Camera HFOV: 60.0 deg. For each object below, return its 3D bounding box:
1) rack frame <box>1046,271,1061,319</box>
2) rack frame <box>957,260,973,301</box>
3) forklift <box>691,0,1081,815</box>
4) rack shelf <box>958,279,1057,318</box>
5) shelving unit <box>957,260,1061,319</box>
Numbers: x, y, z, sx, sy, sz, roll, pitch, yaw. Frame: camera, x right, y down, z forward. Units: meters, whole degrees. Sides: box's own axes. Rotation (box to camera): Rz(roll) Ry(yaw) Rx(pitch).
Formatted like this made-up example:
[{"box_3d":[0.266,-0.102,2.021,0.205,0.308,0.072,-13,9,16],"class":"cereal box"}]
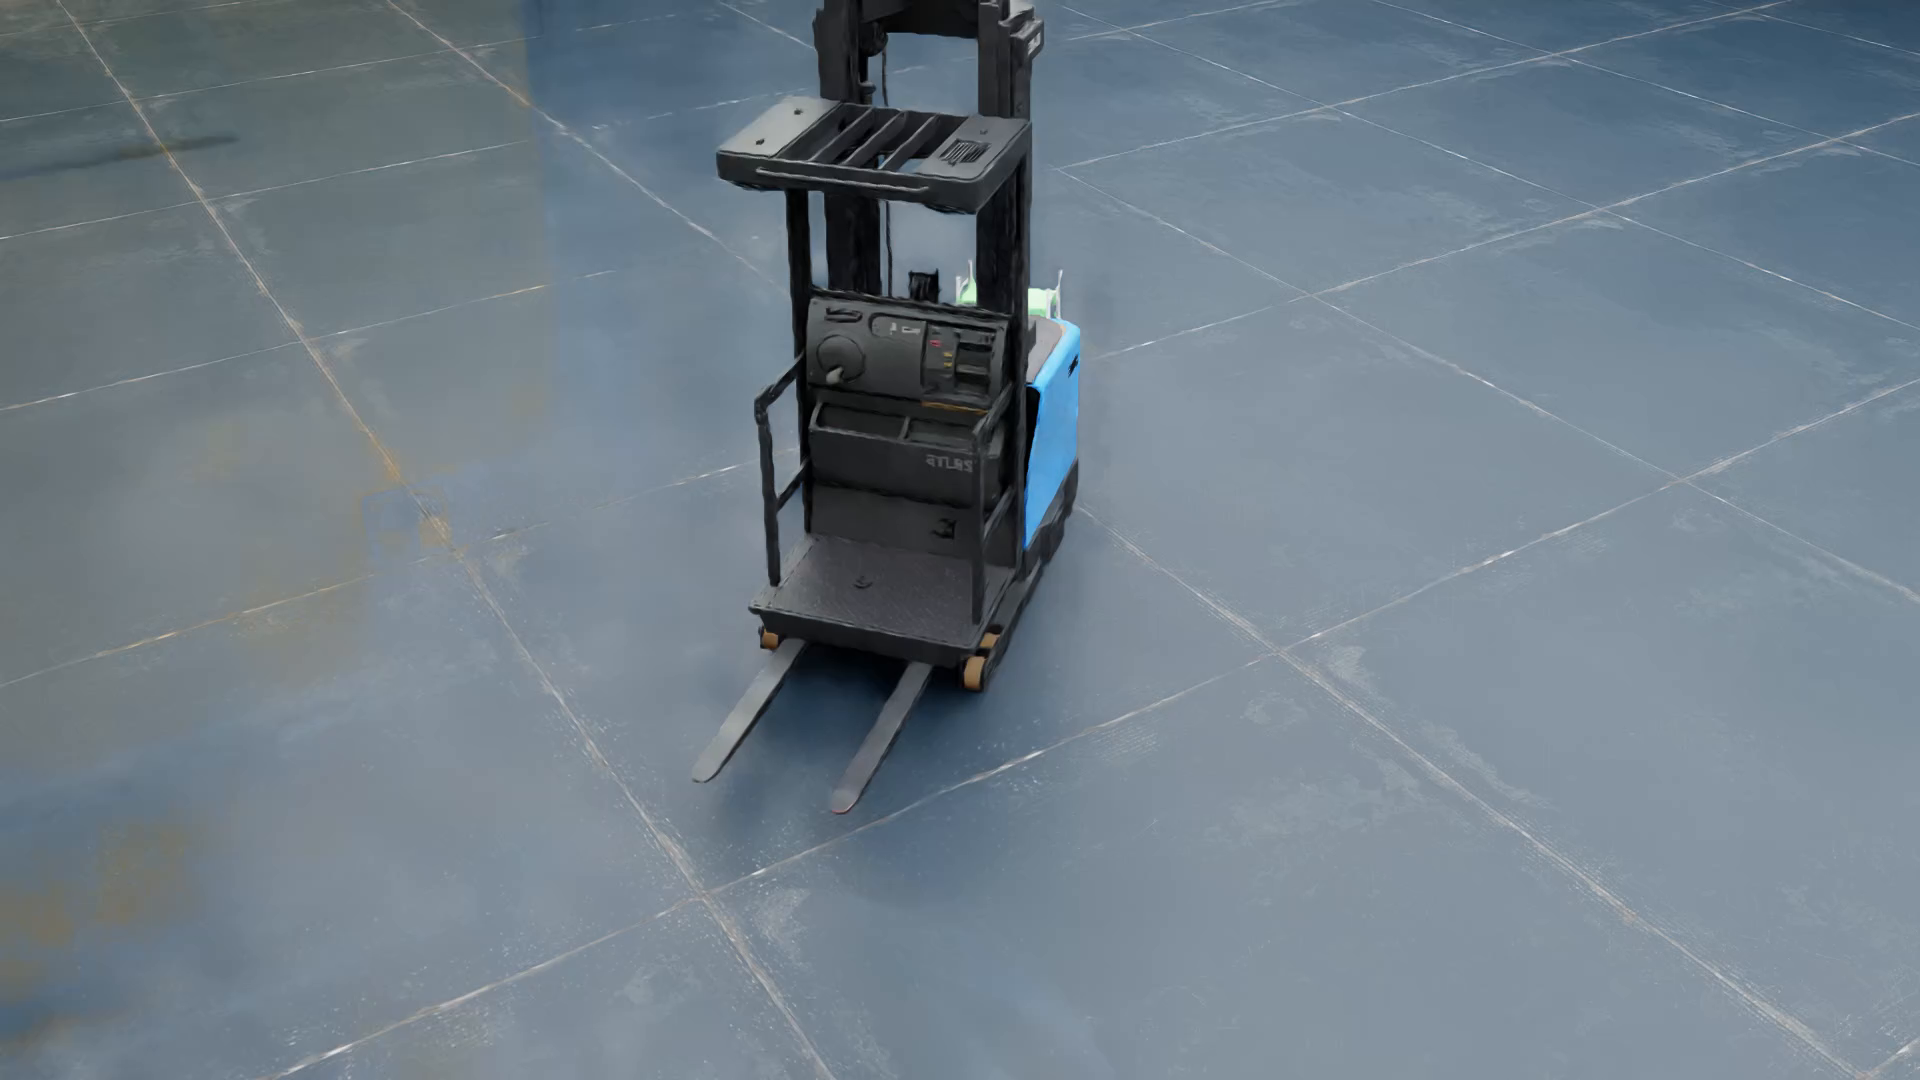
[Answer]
[{"box_3d":[0.491,-0.846,8.967,0.015,1.200,0.240,10,34,15],"class":"rack frame"},{"box_3d":[0.025,-0.925,9.091,0.015,1.200,0.240,10,34,15],"class":"rack frame"},{"box_3d":[-0.309,-0.785,7.248,1.130,2.935,3.031,10,34,15],"class":"forklift"},{"box_3d":[0.258,-1.237,8.807,0.480,0.148,0.258,10,34,15],"class":"rack shelf"},{"box_3d":[0.258,-0.885,9.029,0.503,1.200,0.258,10,34,15],"class":"shelving unit"}]
